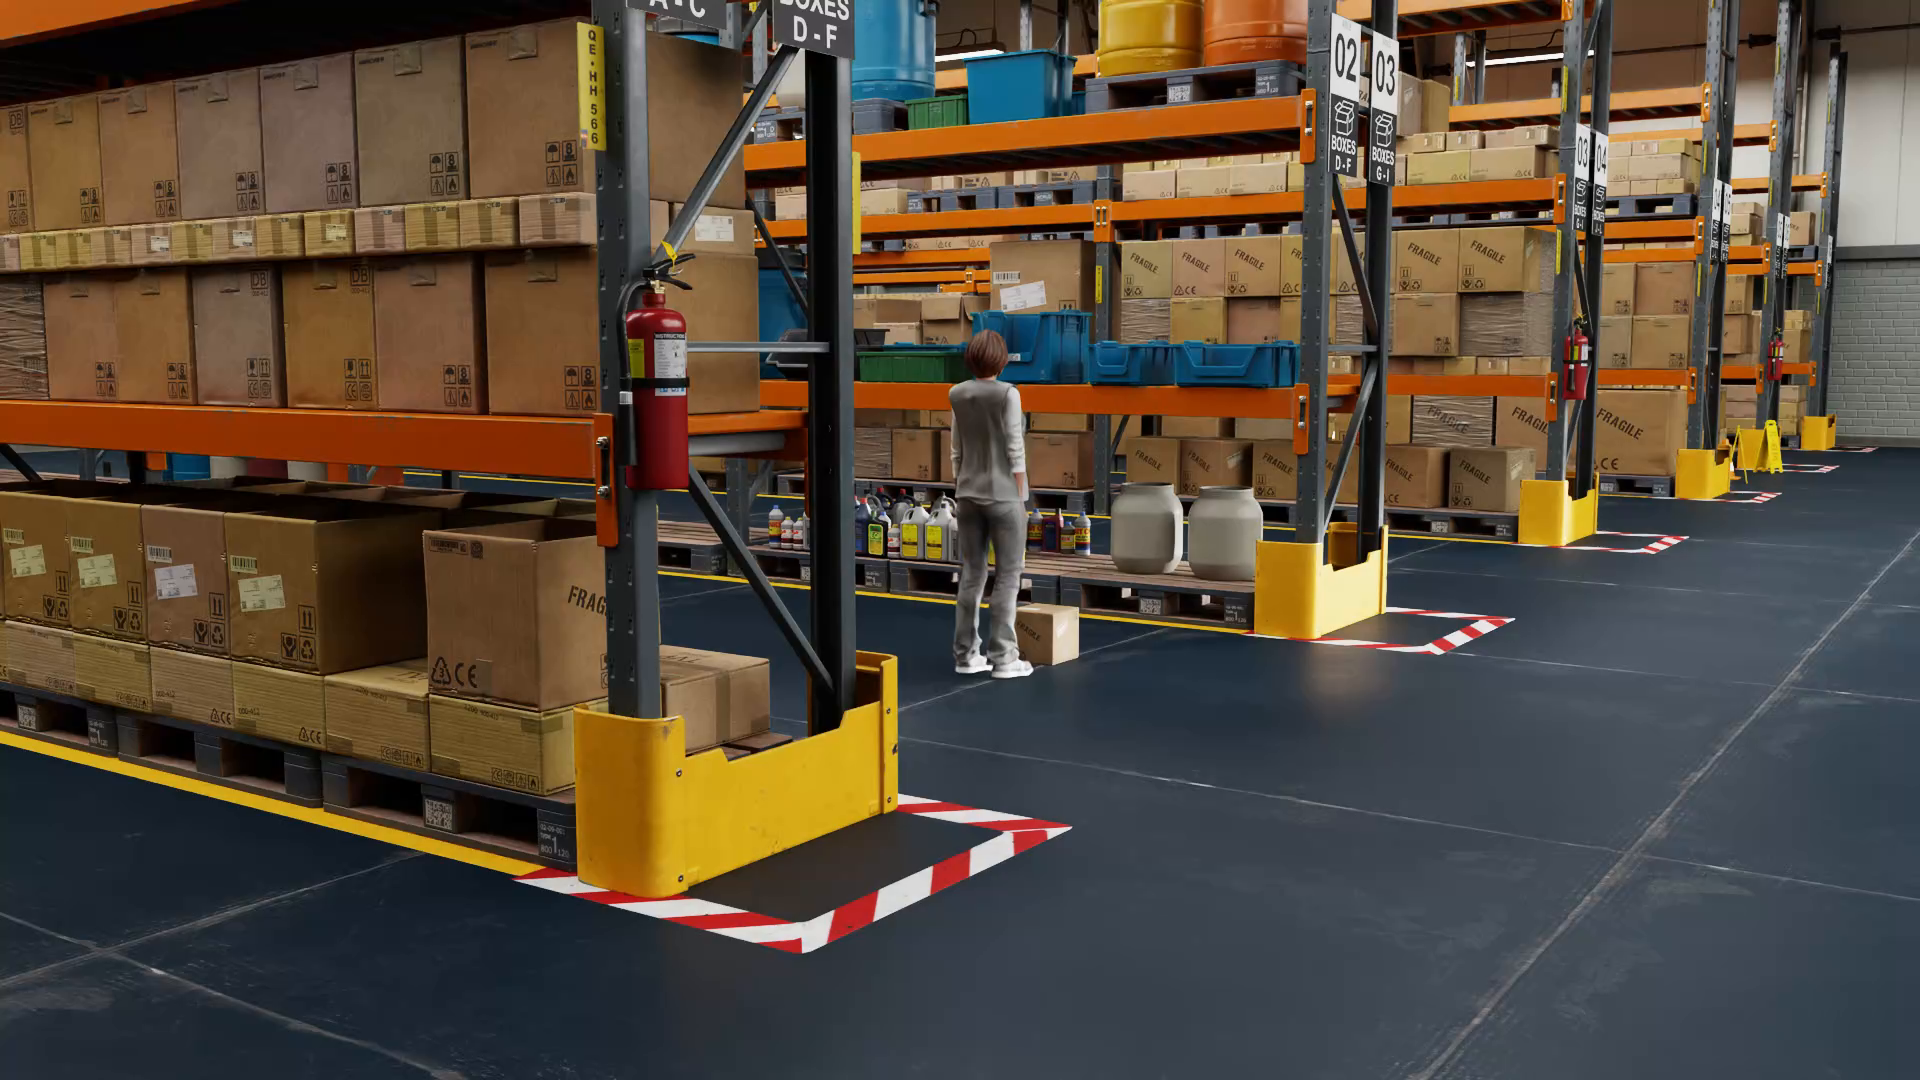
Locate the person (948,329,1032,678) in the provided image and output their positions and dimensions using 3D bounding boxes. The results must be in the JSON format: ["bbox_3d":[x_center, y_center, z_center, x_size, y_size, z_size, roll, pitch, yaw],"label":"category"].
[{"bbox_3d":[0.131,-0.167,7.653,0.404,1.599,0.305,5,8,35],"label":"person"}]
